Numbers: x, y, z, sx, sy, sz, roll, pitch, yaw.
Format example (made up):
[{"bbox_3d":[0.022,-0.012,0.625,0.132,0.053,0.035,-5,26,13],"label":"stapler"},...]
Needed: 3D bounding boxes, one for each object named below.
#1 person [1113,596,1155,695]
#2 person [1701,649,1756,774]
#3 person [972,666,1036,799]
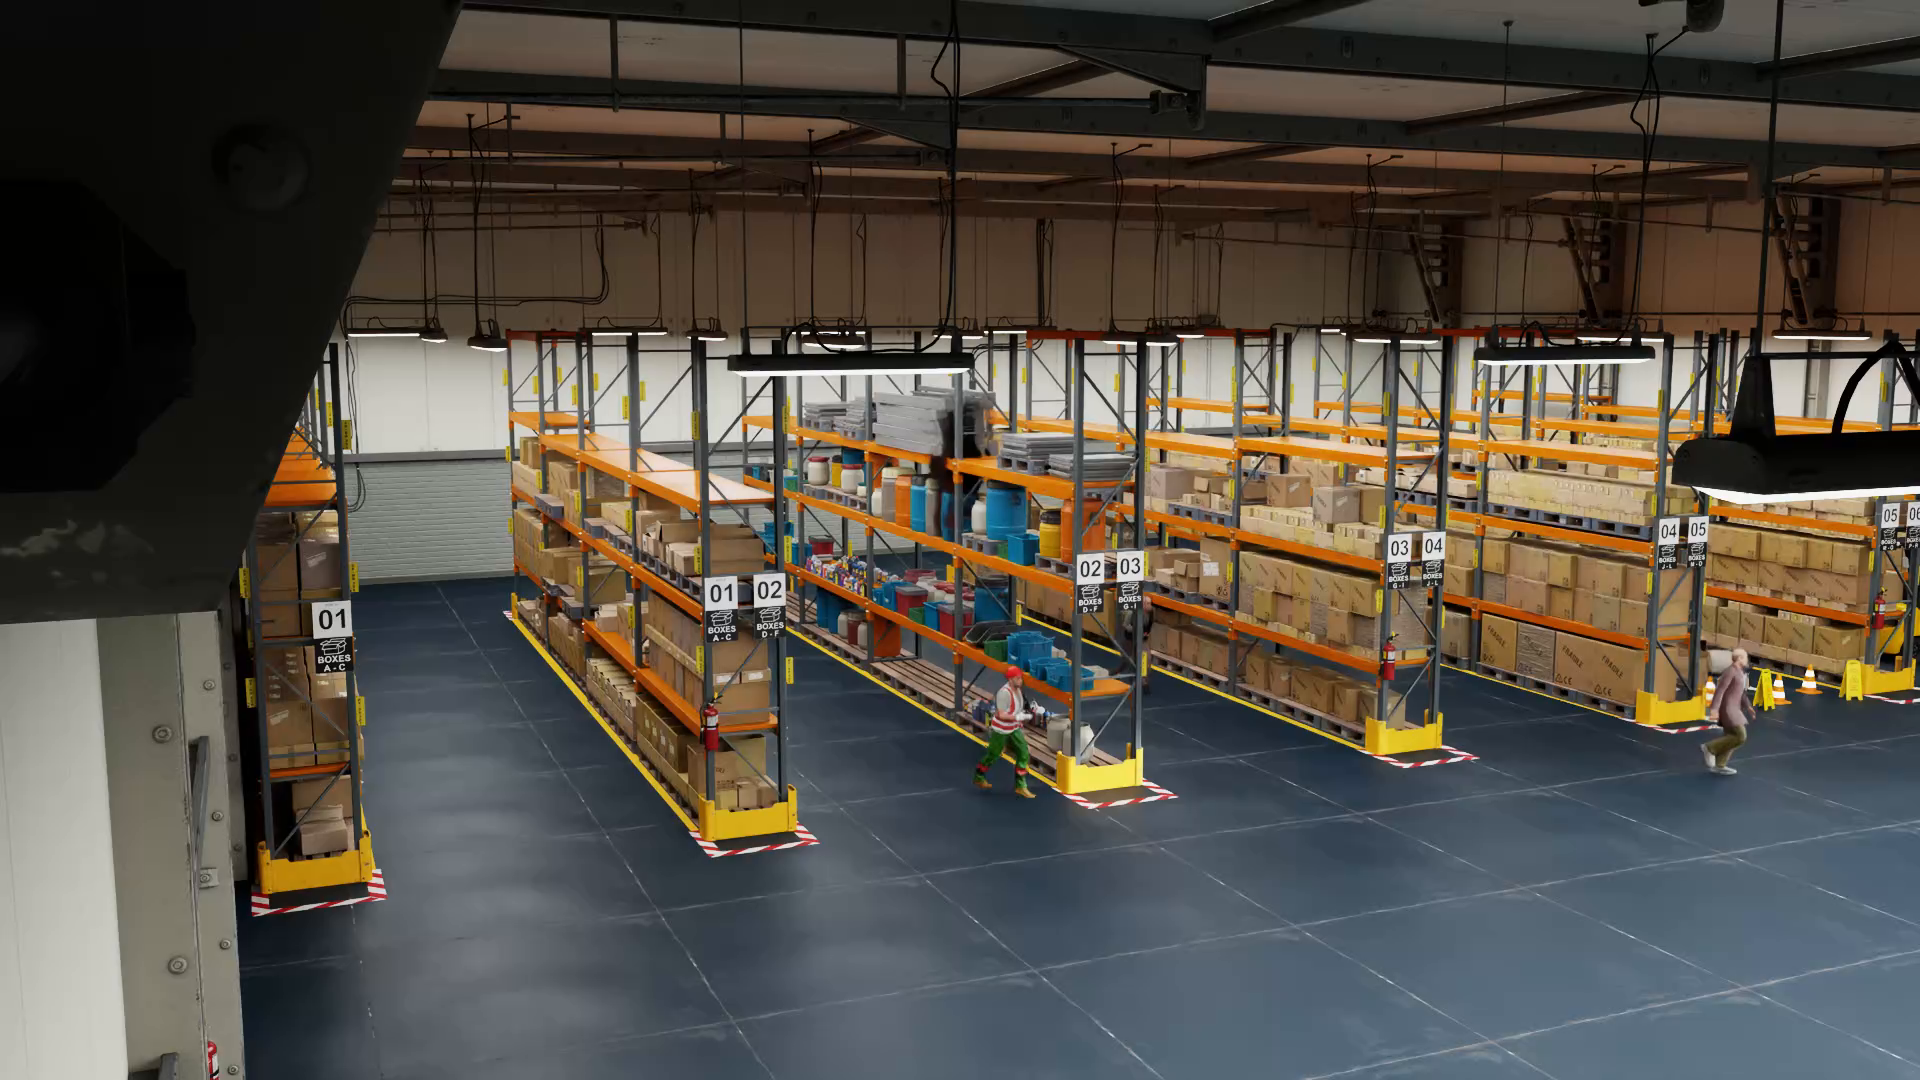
[{"bbox_3d":[2.933,1.727,28.090,0.704,1.686,0.980,-5,9,-33],"label":"person"},{"bbox_3d":[10.635,2.352,22.976,0.635,1.730,0.686,5,9,31],"label":"person"},{"bbox_3d":[0.593,2.501,21.817,0.977,1.773,0.693,6,10,35],"label":"person"}]
